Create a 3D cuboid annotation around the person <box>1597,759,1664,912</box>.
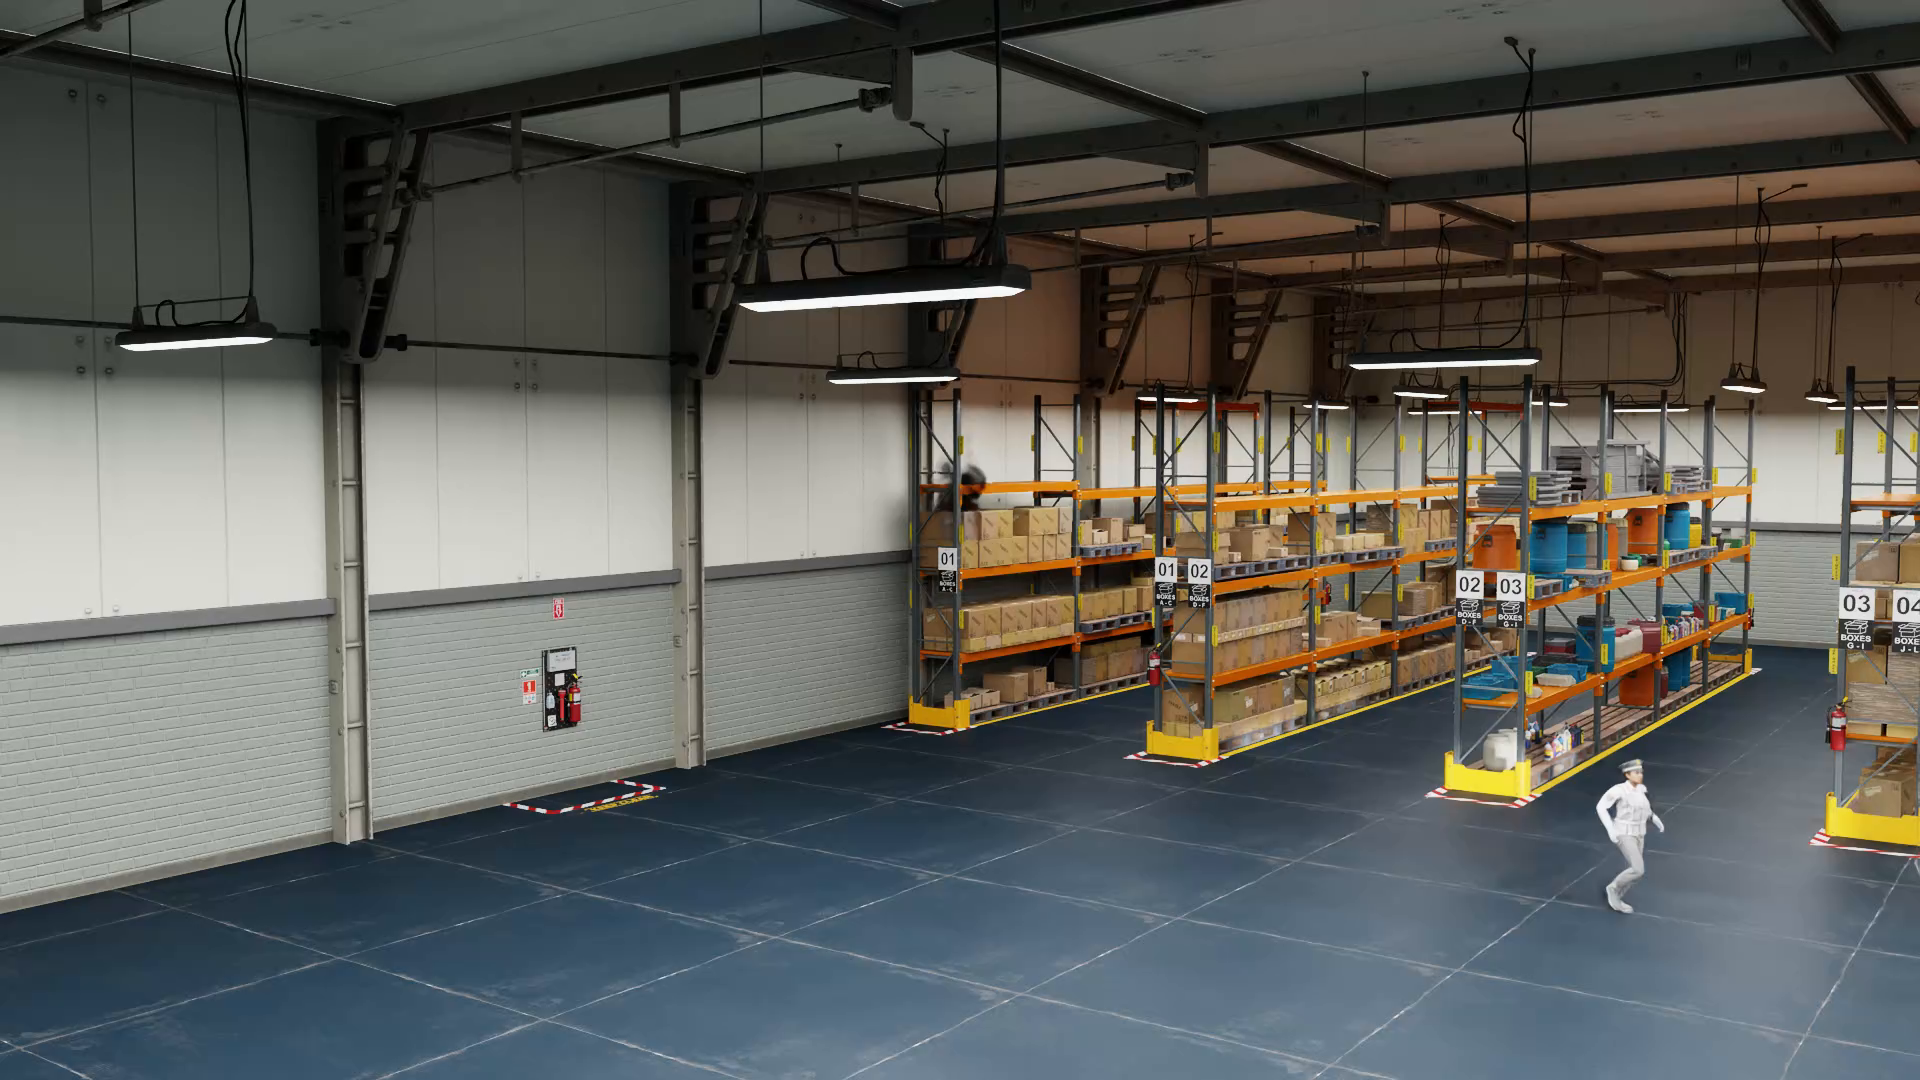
[{"bbox_3d":[7.186,3.157,17.732,0.623,1.657,0.567,-2,4,-30],"label":"person"}]
